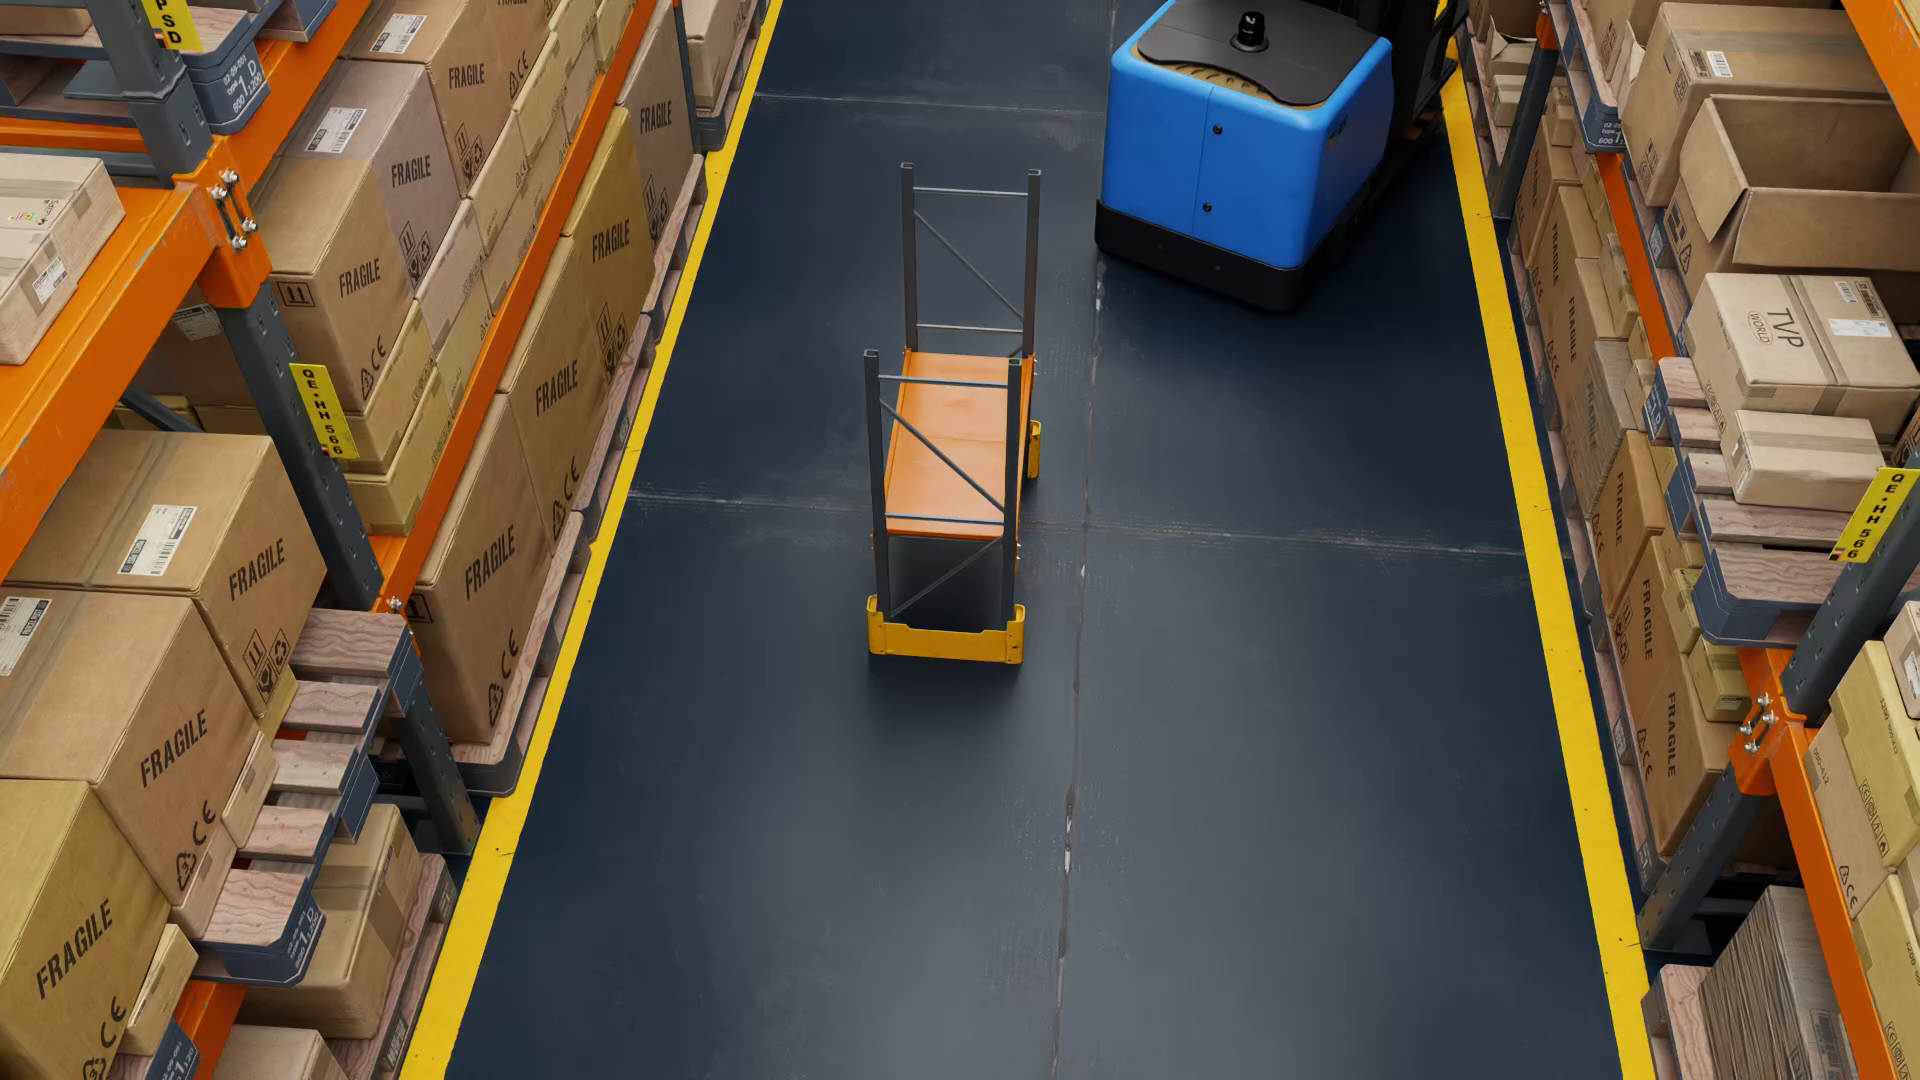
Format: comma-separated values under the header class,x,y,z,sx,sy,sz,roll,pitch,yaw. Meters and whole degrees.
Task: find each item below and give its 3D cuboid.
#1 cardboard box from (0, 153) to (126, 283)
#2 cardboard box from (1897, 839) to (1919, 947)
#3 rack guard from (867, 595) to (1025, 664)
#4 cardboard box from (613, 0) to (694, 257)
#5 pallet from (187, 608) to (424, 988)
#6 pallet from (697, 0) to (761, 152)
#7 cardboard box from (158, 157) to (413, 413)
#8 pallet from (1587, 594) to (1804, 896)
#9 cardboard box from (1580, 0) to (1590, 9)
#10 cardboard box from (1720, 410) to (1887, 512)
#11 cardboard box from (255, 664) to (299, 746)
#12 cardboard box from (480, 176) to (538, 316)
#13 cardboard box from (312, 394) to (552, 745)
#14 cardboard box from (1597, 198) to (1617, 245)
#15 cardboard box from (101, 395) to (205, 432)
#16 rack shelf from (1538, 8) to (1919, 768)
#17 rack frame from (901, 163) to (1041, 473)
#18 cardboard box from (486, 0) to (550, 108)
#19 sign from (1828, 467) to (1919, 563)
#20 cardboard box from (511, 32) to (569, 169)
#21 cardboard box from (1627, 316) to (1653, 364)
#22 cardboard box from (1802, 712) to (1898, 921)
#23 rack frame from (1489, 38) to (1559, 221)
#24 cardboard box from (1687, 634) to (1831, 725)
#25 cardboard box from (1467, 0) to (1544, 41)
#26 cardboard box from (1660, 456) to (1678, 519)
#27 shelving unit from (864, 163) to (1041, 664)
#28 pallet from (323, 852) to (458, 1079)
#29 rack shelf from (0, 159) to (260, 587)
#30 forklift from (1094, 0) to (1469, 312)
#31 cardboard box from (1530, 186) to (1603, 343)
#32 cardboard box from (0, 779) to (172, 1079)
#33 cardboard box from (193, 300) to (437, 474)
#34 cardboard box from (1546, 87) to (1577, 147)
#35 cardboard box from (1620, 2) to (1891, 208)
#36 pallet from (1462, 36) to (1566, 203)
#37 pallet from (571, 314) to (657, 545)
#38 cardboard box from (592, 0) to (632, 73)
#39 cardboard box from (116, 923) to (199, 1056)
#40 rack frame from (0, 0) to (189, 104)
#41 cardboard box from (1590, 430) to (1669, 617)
class,x,y,z,sx,sy,sz,roll,pitch,yaw
cardboard box,-2.001,-0.676,3.473,0.380,0.149,0.250,4,48,4
cardboard box,2.432,0.896,3.660,0.500,0.250,0.500,5,48,5
rack guard,-0.052,0.338,6.272,0.587,0.250,0.087,4,48,4
cardboard box,-1.793,-1.897,7.608,0.875,0.875,0.875,5,48,5
pallet,-2.140,0.601,4.297,1.213,0.211,1.003,4,48,4
pallet,-1.669,-2.546,8.936,1.003,0.211,1.213,4,48,4
cardboard box,-1.892,-0.711,4.623,0.500,0.500,0.500,2,48,2
pallet,2.868,0.732,5.938,1.003,0.211,1.213,4,48,4
cardboard box,2.860,-2.438,6.594,0.700,0.500,0.500,5,48,5
cardboard box,2.440,-0.229,4.812,0.380,0.149,0.250,5,48,4
cardboard box,-1.929,0.407,4.230,0.380,0.149,0.250,5,48,4
cardboard box,-1.803,-1.050,5.779,0.500,0.250,0.500,5,48,5
cardboard box,-2.035,0.079,5.800,0.875,0.875,0.875,3,48,3
cardboard box,2.858,-1.273,6.852,0.380,0.149,0.250,3,48,3
cardboard box,-2.390,-0.485,4.924,0.500,0.250,0.500,4,48,3
rack shelf,2.945,-0.890,6.019,1.077,0.370,4.000,4,48,4
rack frame,0.039,-0.817,6.481,0.500,1.500,0.032,4,48,4
cardboard box,-1.745,-1.826,5.642,0.500,0.500,0.500,5,48,4
sign,2.221,-0.057,4.038,0.100,0.325,0.005,4,48,4
cardboard box,-1.724,-1.585,5.930,0.500,0.250,0.500,5,48,4
cardboard box,2.777,-0.710,6.336,0.380,0.149,0.250,4,48,4
cardboard box,2.479,0.697,4.181,0.500,0.250,0.500,4,48,4
rack frame,3.127,-2.603,7.098,1.000,3.000,0.127,4,48,4
cardboard box,2.555,0.440,5.285,0.380,0.149,0.250,2,48,2
cardboard box,3.130,-3.009,8.878,0.700,0.500,0.500,2,48,2
cardboard box,2.686,-0.144,5.819,0.380,0.149,0.250,5,48,5
shelving unit,-0.007,-0.450,6.145,0.587,1.500,1.083,4,48,4
pallet,-2.254,1.521,5.216,1.003,0.211,1.213,4,48,4
rack shelf,-2.363,0.706,2.526,1.077,0.370,4.000,4,48,4
forklift,1.843,-3.110,7.608,1.130,2.935,3.031,24,52,21
cardboard box,2.820,-1.168,7.195,0.500,0.500,0.500,3,48,3
cardboard box,-2.027,0.834,3.400,0.500,0.500,0.500,1,48,1
cardboard box,-1.889,-0.468,4.908,0.500,0.250,0.500,4,48,3
cardboard box,2.829,-1.874,7.401,0.380,0.149,0.250,6,48,5
cardboard box,2.741,-1.480,5.719,0.700,0.500,0.500,4,48,3
pallet,3.191,-2.166,8.588,1.003,0.211,1.213,4,48,4
pallet,-1.920,-0.522,7.084,1.003,0.211,1.213,4,48,4
cardboard box,-1.654,-2.162,6.797,0.500,0.250,0.500,3,48,3
cardboard box,-1.949,0.983,3.704,0.380,0.149,0.250,5,48,4
rack frame,-2.181,-2.019,2.498,1.000,3.000,0.127,4,48,4
cardboard box,2.688,-0.038,6.162,0.500,0.500,0.500,6,48,5
